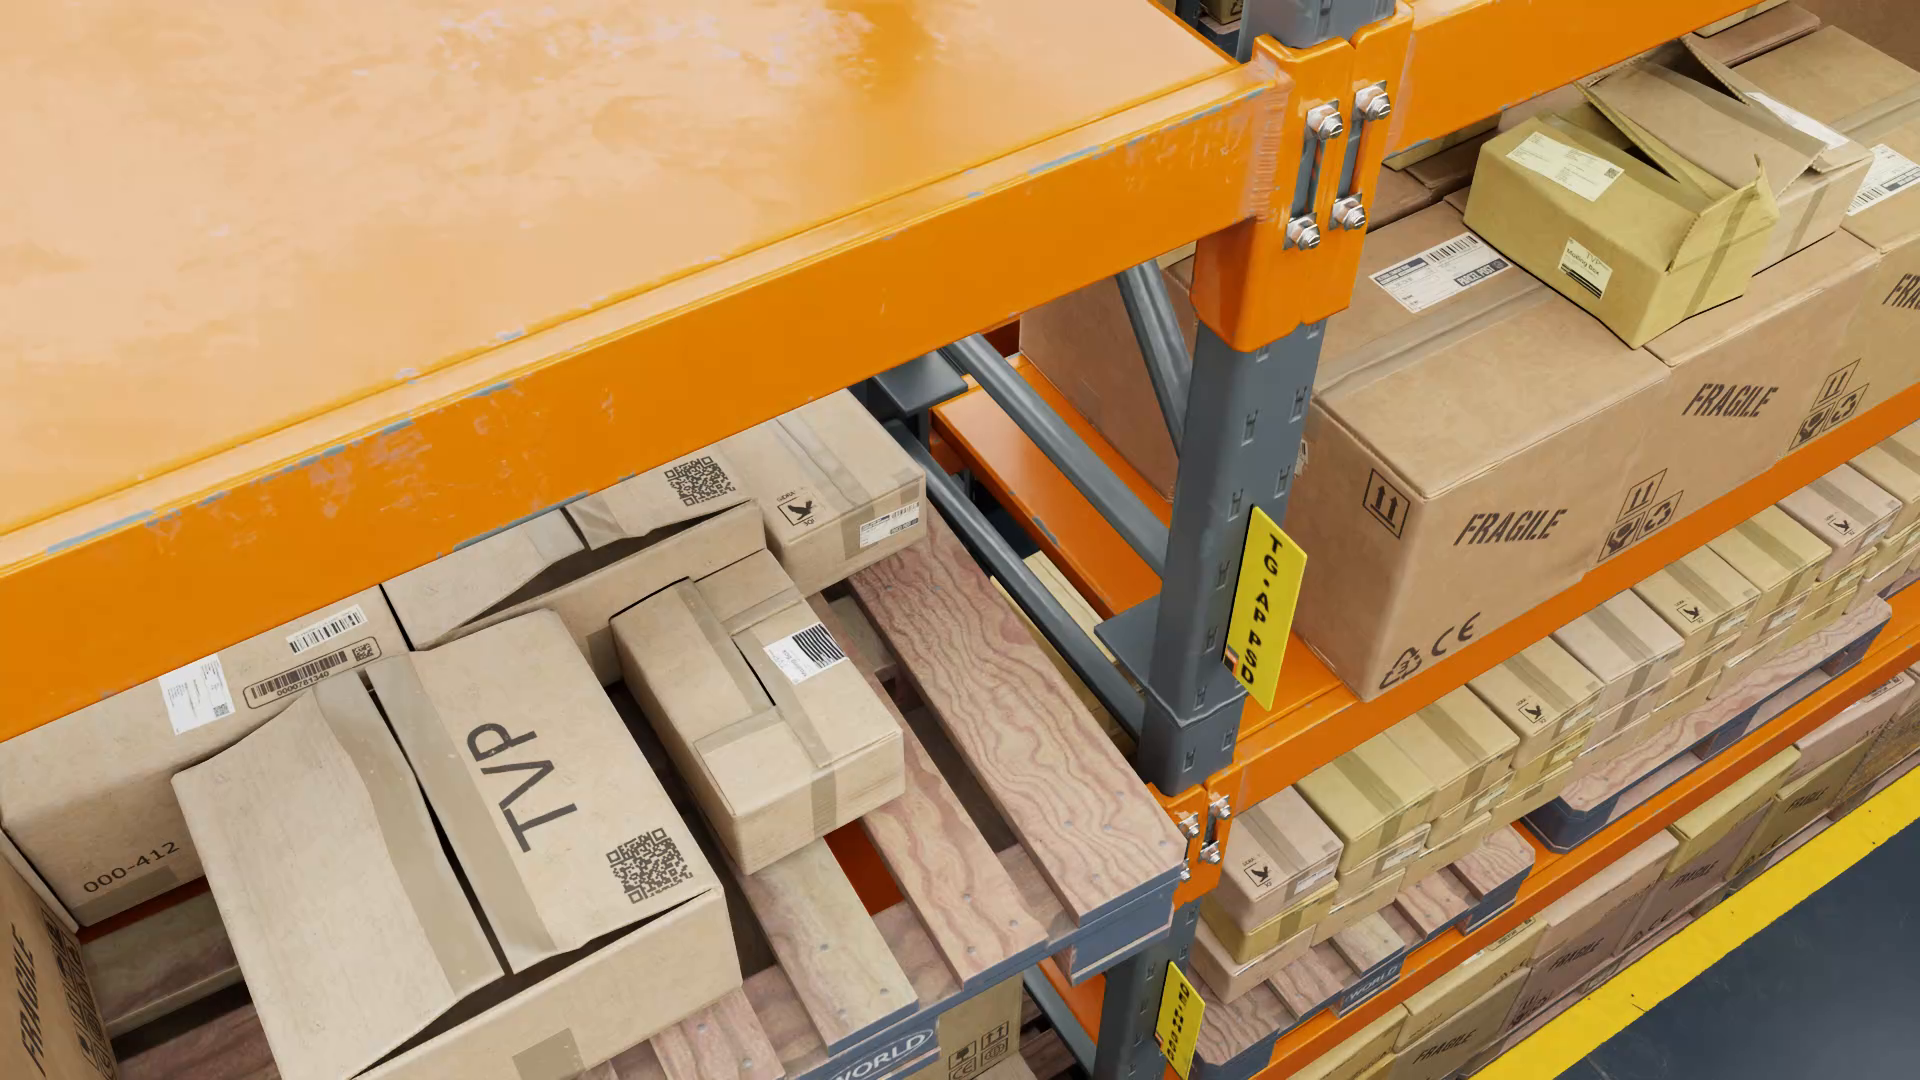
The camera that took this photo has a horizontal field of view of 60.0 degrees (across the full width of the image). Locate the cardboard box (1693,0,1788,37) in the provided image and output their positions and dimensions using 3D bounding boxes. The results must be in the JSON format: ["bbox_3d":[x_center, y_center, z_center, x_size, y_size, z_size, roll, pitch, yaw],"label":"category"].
[{"bbox_3d":[1.390,-1.198,3.165,0.258,0.266,0.396,-25,53,-21],"label":"cardboard box"}]

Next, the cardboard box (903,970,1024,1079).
[{"bbox_3d":[-0.275,0.745,3.286,0.500,0.500,0.700,-25,53,-21],"label":"cardboard box"}]

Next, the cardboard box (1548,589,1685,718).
[{"bbox_3d":[1.492,0.205,3.993,0.250,0.149,0.380,-23,52,-19],"label":"cardboard box"}]

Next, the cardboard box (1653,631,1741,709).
[{"bbox_3d":[1.714,0.204,4.193,0.250,0.149,0.380,-26,53,-21],"label":"cardboard box"}]

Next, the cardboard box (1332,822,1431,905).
[{"bbox_3d":[0.854,0.608,3.833,0.250,0.149,0.380,-23,52,-19],"label":"cardboard box"}]

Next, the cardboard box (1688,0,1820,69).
[{"bbox_3d":[1.298,-0.884,3.399,0.500,0.500,0.500,-25,53,-21],"label":"cardboard box"}]

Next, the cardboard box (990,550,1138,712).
[{"bbox_3d":[0.279,0.200,3.997,0.250,0.149,0.380,-27,54,-22],"label":"cardboard box"}]

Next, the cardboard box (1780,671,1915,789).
[{"bbox_3d":[2.556,0.440,5.185,0.500,0.250,0.500,-23,52,-19],"label":"cardboard box"}]

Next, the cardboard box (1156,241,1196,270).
[{"bbox_3d":[0.313,-0.672,2.697,0.258,0.266,0.396,-25,53,-21],"label":"cardboard box"}]

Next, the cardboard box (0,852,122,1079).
[{"bbox_3d":[-1.211,0.604,1.725,0.500,0.500,0.500,-25,53,-21],"label":"cardboard box"}]

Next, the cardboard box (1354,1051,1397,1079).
[{"bbox_3d":[0.844,1.509,4.735,0.500,0.500,0.500,-27,54,-22],"label":"cardboard box"}]

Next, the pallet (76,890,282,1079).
[{"bbox_3d":[-1.351,0.741,2.144,1.213,0.211,1.003,-23,52,-19],"label":"pallet"}]

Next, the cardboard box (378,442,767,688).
[{"bbox_3d":[-0.620,-0.053,2.437,0.500,0.311,0.500,-25,53,-21],"label":"cardboard box"}]

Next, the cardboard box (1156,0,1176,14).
[{"bbox_3d":[0.401,-2.994,8.494,0.875,0.875,1.225,-25,53,-21],"label":"cardboard box"}]

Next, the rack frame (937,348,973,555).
[{"bbox_3d":[-0.066,-0.667,5.883,0.015,2.100,0.400,-25,53,-21],"label":"rack frame"}]

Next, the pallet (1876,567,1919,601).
[{"bbox_3d":[2.768,-0.379,5.153,1.213,0.211,1.003,-25,53,-21],"label":"pallet"}]

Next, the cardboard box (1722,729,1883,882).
[{"bbox_3d":[2.567,0.695,5.461,0.500,0.500,0.500,-26,53,-22],"label":"cardboard box"}]

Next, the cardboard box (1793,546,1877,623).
[{"bbox_3d":[2.148,0.001,4.374,0.250,0.149,0.380,-25,53,-21],"label":"cardboard box"}]

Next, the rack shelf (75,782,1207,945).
[{"bbox_3d":[-1.582,0.977,2.290,4.000,0.370,1.077,-25,53,-21],"label":"rack shelf"}]

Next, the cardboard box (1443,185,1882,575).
[{"bbox_3d":[1.154,-0.355,2.928,0.500,0.500,0.500,-25,53,-21],"label":"cardboard box"}]

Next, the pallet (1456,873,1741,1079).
[{"bbox_3d":[1.802,1.072,5.599,1.213,0.211,1.003,-25,53,-21],"label":"pallet"}]

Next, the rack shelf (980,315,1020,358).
[{"bbox_3d":[0.140,-0.755,5.980,0.480,0.518,0.431,-25,53,-21],"label":"rack shelf"}]

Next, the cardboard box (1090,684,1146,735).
[{"bbox_3d":[0.284,0.299,4.108,0.250,0.149,0.380,-24,53,-20],"label":"cardboard box"}]

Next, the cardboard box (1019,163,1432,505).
[{"bbox_3d":[0.457,-0.480,3.039,0.500,0.500,0.500,-25,53,-21],"label":"cardboard box"}]

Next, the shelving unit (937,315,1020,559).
[{"bbox_3d":[0.140,-0.764,5.970,0.503,2.100,0.431,-25,53,-21],"label":"shelving unit"}]

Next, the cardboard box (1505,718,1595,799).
[{"bbox_3d":[1.291,0.399,4.019,0.250,0.149,0.380,-25,53,-21],"label":"cardboard box"}]

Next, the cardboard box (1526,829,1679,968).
[{"bbox_3d":[1.676,0.868,4.804,0.500,0.250,0.500,-25,53,-21],"label":"cardboard box"}]

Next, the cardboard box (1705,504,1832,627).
[{"bbox_3d":[1.927,0.001,4.174,0.250,0.149,0.380,-26,53,-21],"label":"cardboard box"}]

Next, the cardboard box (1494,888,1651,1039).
[{"bbox_3d":[1.699,1.100,5.100,0.500,0.500,0.500,-26,53,-22],"label":"cardboard box"}]

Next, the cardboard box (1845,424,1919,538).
[{"bbox_3d":[2.379,-0.216,4.368,0.250,0.149,0.380,-27,54,-22],"label":"cardboard box"}]

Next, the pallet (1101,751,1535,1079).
[{"bbox_3d":[0.655,0.651,4.235,1.003,0.211,1.213,-25,53,-21],"label":"pallet"}]

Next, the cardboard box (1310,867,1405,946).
[{"bbox_3d":[0.823,0.725,3.928,0.250,0.149,0.380,-23,52,-19],"label":"cardboard box"}]

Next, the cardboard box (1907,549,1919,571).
[{"bbox_3d":[2.619,-0.126,4.686,0.250,0.149,0.380,-28,54,-23],"label":"cardboard box"}]

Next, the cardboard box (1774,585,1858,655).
[{"bbox_3d":[2.162,0.093,4.491,0.250,0.149,0.380,-23,52,-19],"label":"cardboard box"}]

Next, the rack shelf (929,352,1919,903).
[{"bbox_3d":[1.801,-0.617,3.709,4.000,0.370,1.077,-25,53,-21],"label":"rack shelf"}]

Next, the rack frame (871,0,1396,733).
[{"bbox_3d":[0.110,-1.057,1.610,0.127,3.000,1.000,-25,53,-21],"label":"rack frame"}]

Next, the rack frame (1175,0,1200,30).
[{"bbox_3d":[0.931,-3.828,8.096,0.127,3.000,1.000,-25,53,-21],"label":"rack frame"}]

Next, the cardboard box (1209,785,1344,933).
[{"bbox_3d":[0.607,0.621,3.622,0.250,0.149,0.380,-25,53,-21],"label":"cardboard box"}]

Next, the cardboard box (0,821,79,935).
[{"bbox_3d":[-1.478,0.352,2.077,0.500,0.311,0.500,-26,53,-21],"label":"cardboard box"}]

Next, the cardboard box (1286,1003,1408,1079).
[{"bbox_3d":[0.822,1.259,4.456,0.500,0.250,0.500,-27,54,-22],"label":"cardboard box"}]

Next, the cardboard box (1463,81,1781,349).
[{"bbox_3d":[1.035,-0.539,2.579,0.258,0.266,0.396,-25,53,-21],"label":"cardboard box"}]

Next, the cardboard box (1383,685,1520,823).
[{"bbox_3d":[1.039,0.419,3.802,0.250,0.149,0.380,-25,53,-21],"label":"cardboard box"}]

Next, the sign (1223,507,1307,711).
[{"bbox_3d":[0.399,0.097,2.193,0.005,0.325,0.100,-25,53,-21],"label":"sign"}]

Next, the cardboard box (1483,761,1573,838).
[{"bbox_3d":[1.278,0.509,4.121,0.250,0.149,0.380,-23,52,-19],"label":"cardboard box"}]

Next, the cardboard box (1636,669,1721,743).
[{"bbox_3d":[1.716,0.302,4.305,0.250,0.149,0.380,-25,53,-20],"label":"cardboard box"}]
